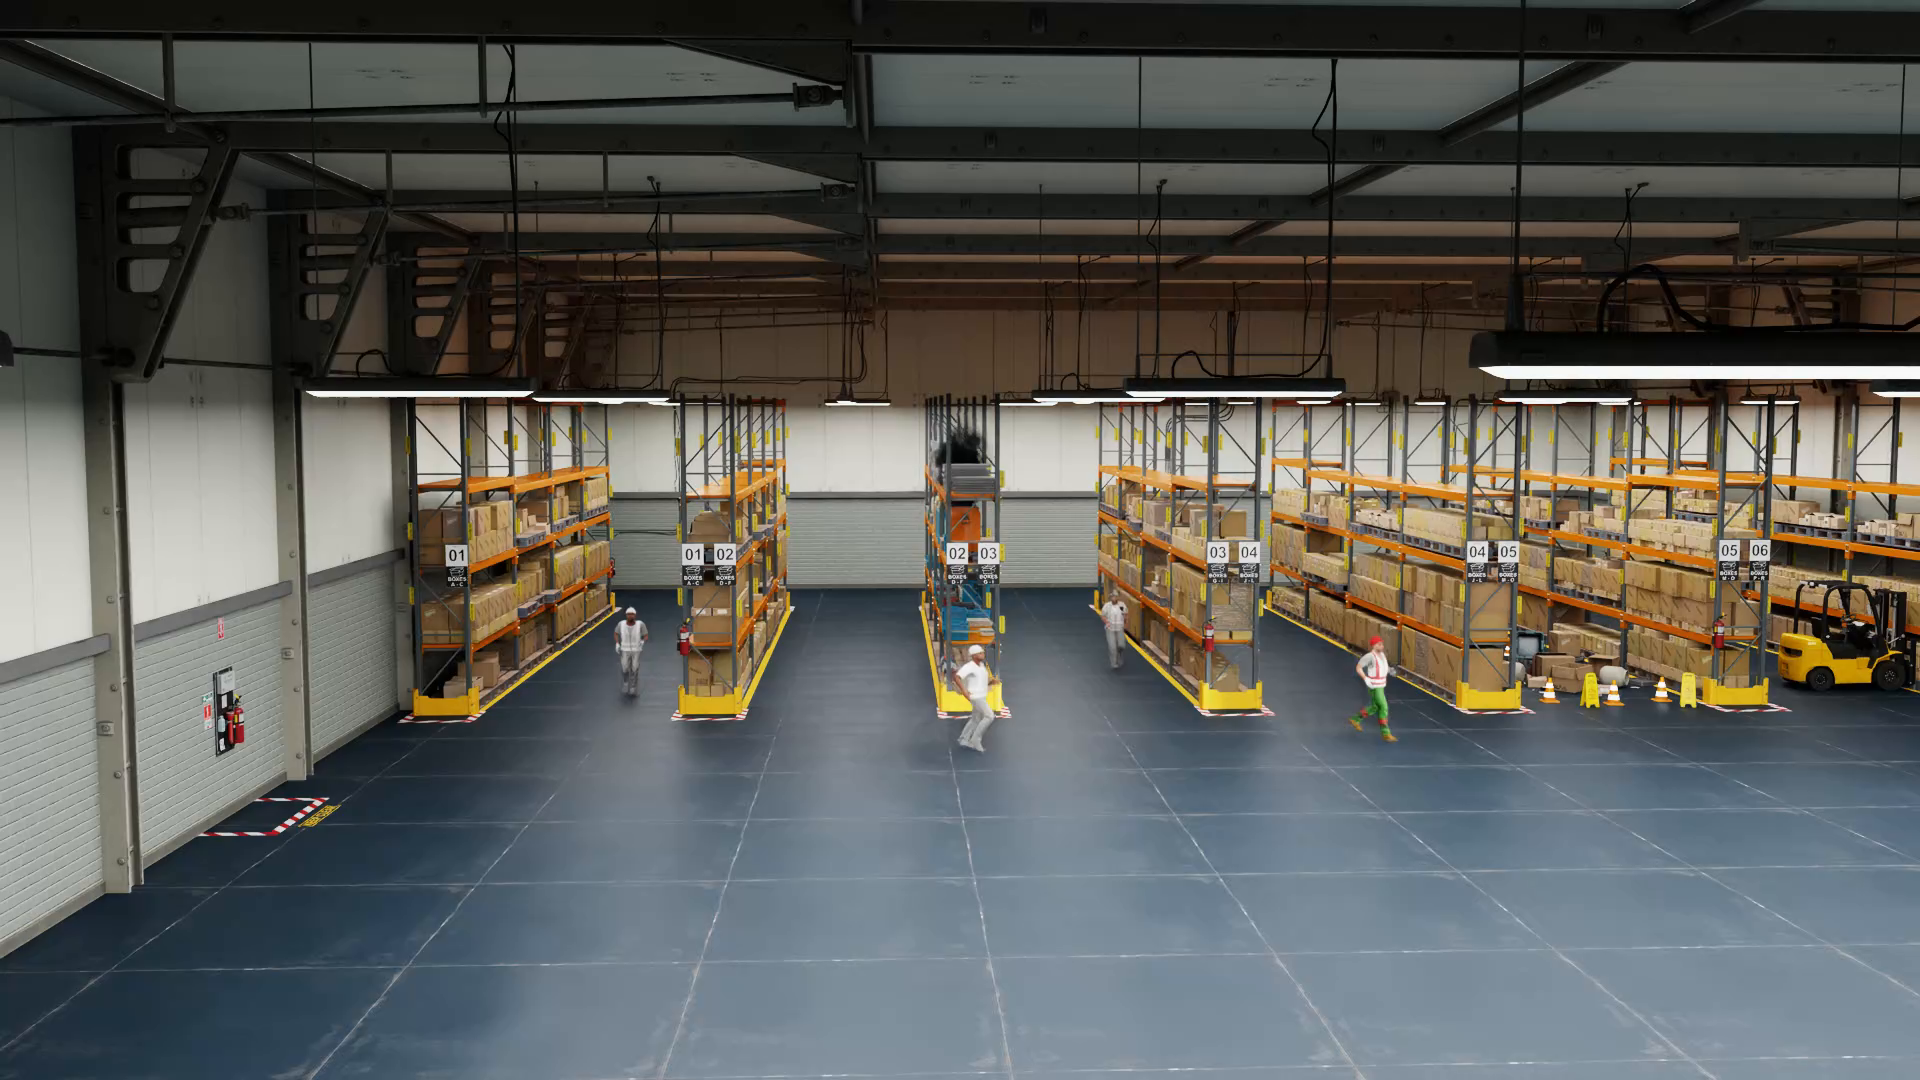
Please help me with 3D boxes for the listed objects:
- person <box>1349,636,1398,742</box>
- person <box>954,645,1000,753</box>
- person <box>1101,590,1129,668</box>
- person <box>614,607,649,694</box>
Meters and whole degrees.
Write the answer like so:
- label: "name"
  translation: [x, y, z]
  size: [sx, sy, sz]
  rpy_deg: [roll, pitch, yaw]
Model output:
- label: "person"
  translation: [7.195, 2.551, 28.842]
  size: [0.922, 1.795, 0.638]
  rpy_deg: [4, 6, 40]
- label: "person"
  translation: [0.307, 2.647, 27.800]
  size: [0.715, 1.782, 0.670]
  rpy_deg: [1, 5, 17]
- label: "person"
  translation: [3.424, 1.954, 36.625]
  size: [0.638, 1.737, 0.586]
  rpy_deg: [0, 5, 0]
- label: "person"
  translation: [-6.556, 2.219, 33.183]
  size: [0.685, 1.744, 0.604]
  rpy_deg: [-1, 5, -10]
